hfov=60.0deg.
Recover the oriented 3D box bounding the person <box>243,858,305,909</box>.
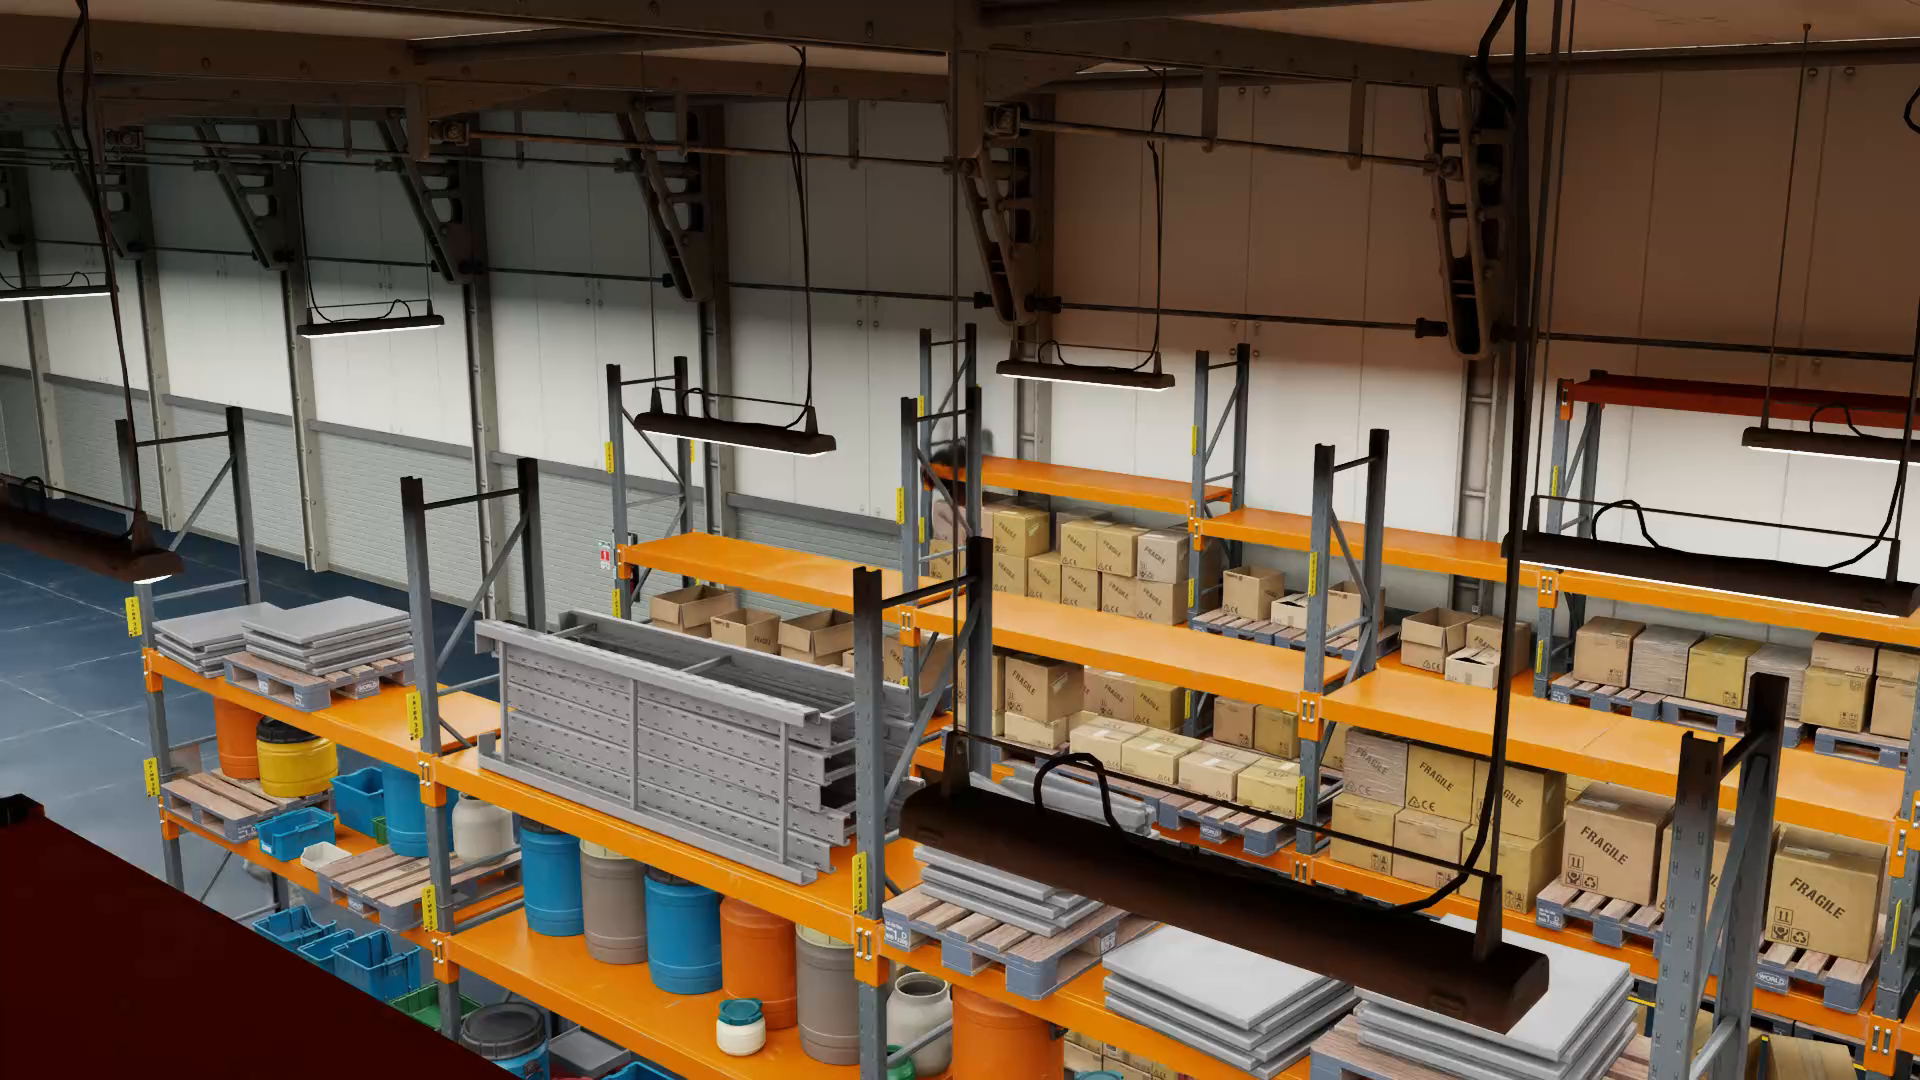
[{"bbox_3d":[-7.529,3.247,18.042,0.623,1.670,0.591,-6,14,-26],"label":"person"}]
